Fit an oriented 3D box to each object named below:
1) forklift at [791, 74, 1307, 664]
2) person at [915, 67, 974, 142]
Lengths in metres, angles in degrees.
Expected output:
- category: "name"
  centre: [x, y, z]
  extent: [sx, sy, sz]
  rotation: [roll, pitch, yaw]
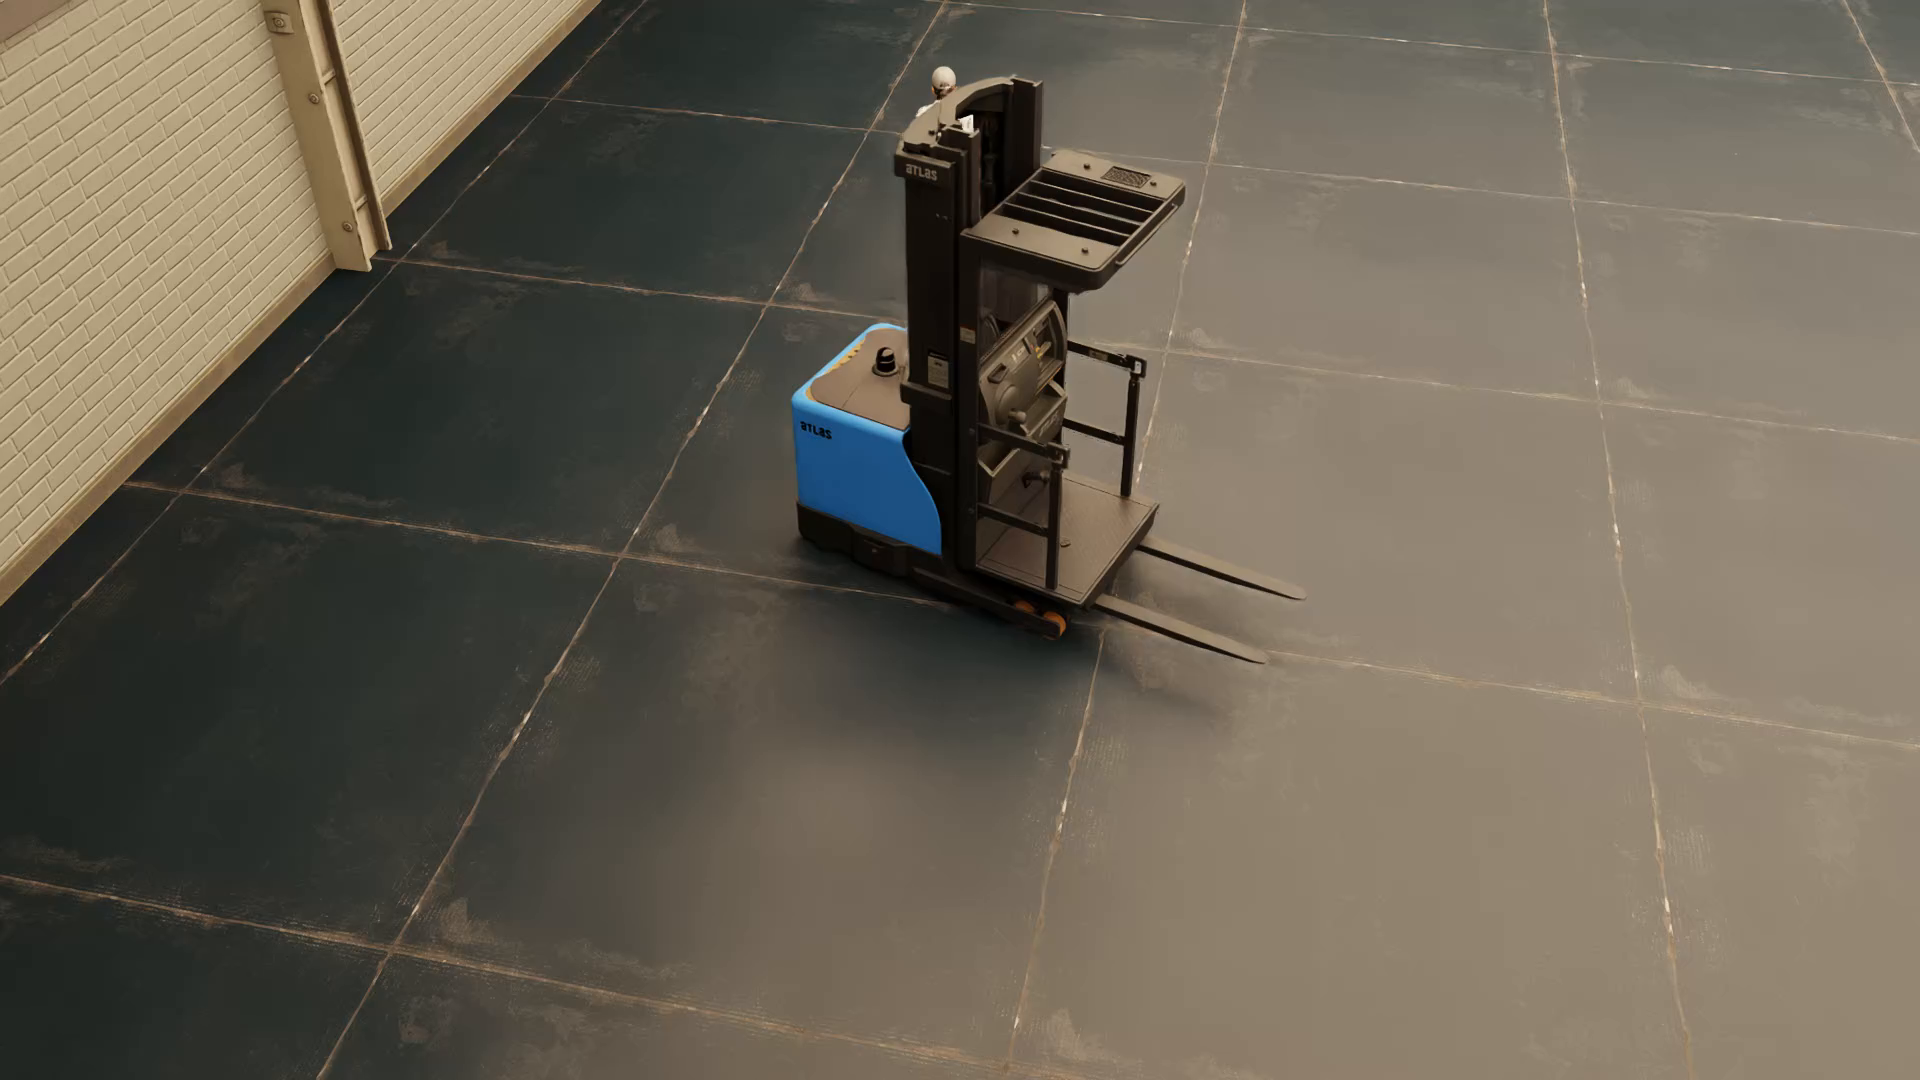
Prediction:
- category: "forklift"
  centre: [0.531, -0.938, 9.181]
  extent: [3.031, 2.935, 1.130]
  rotation: [20, 44, 22]
- category: "person"
  centre: [-0.099, -2.668, 12.276]
  extent: [0.532, 1.671, 0.456]
  rotation: [-1, 40, -1]
